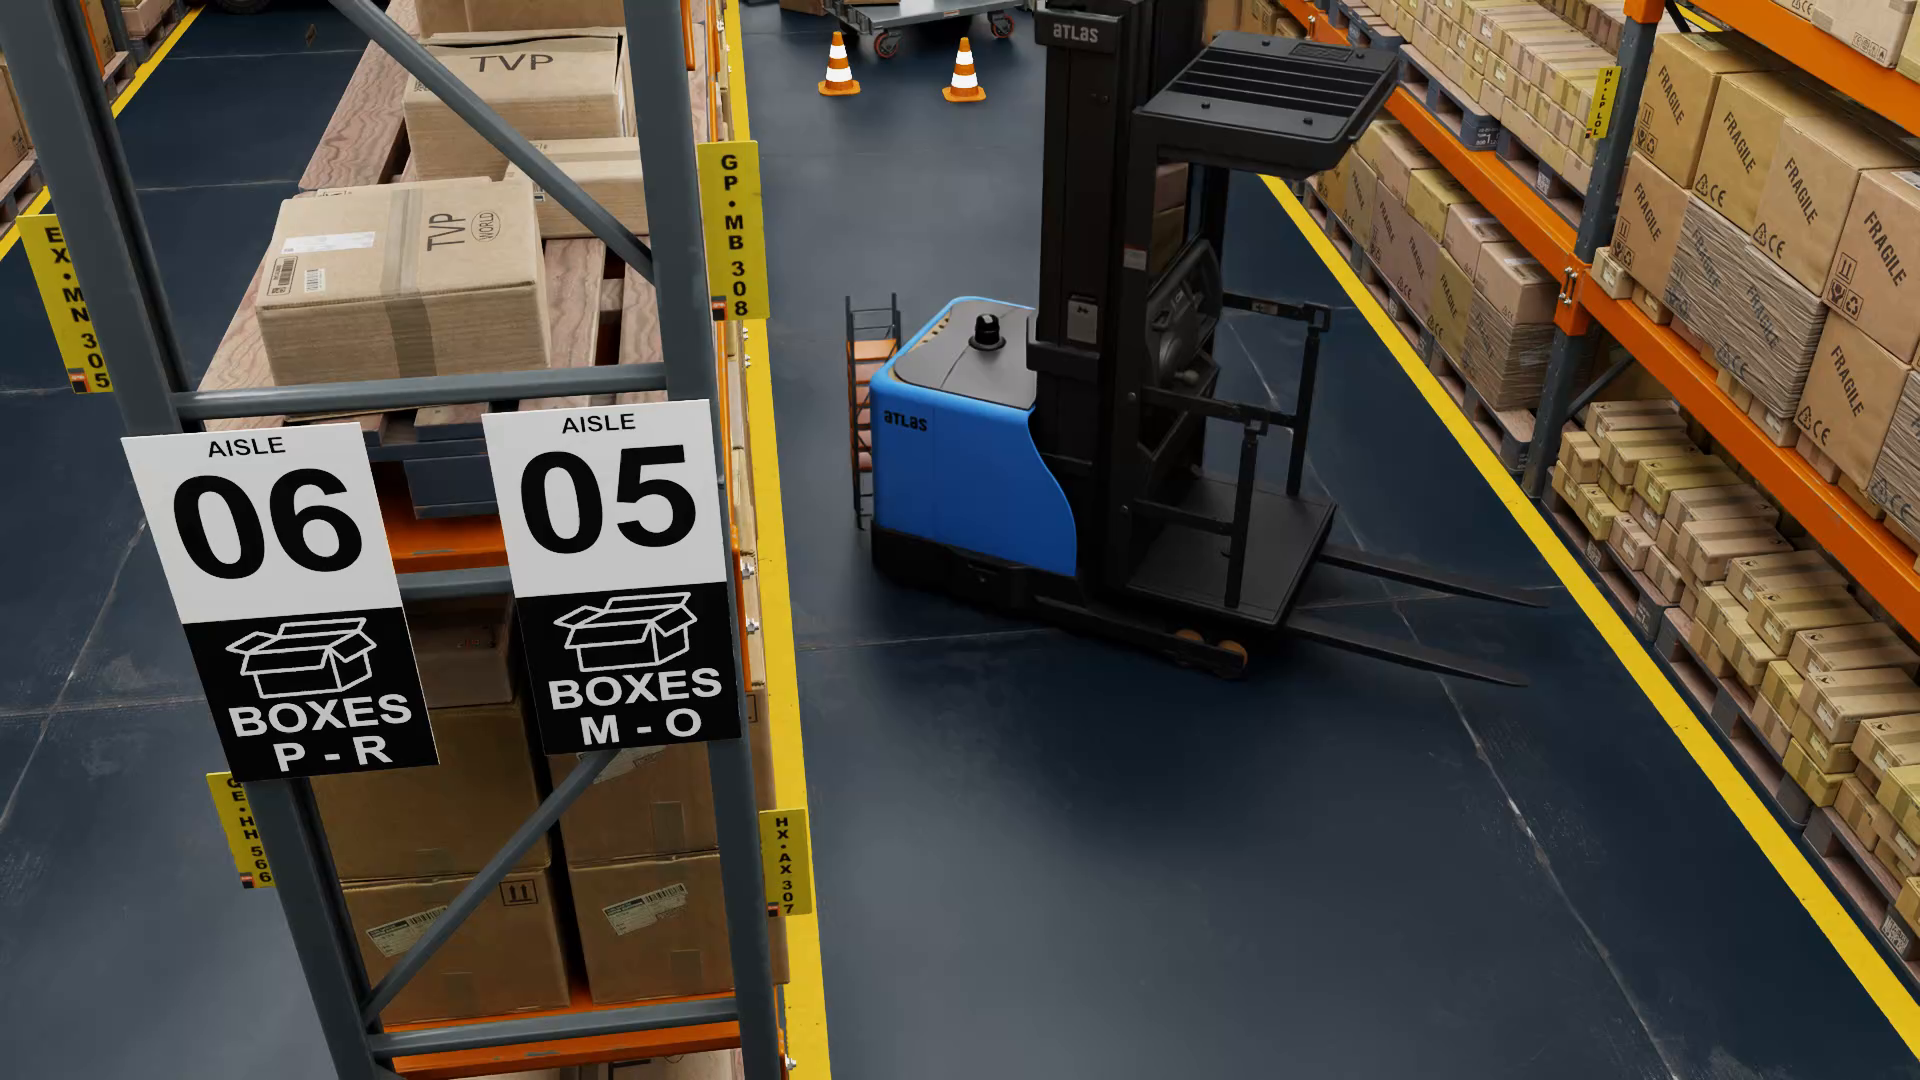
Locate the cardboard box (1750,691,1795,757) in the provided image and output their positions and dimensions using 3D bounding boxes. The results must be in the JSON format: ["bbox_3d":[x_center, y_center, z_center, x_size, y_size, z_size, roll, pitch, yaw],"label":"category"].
[{"bbox_3d":[3.433,0.725,6.681,0.380,0.149,0.250,-4,34,-5],"label":"cardboard box"}]

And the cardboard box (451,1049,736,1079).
[{"bbox_3d":[-1.124,1.673,5.034,0.875,0.438,0.875,-5,35,-8],"label":"cardboard box"}]

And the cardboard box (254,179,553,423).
[{"bbox_3d":[-1.086,-0.489,3.311,0.500,0.250,0.500,-7,35,-11],"label":"cardboard box"}]

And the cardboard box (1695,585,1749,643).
[{"bbox_3d":[3.358,0.312,7.023,0.380,0.149,0.250,-5,35,-7],"label":"cardboard box"}]

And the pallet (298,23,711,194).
[{"bbox_3d":[-1.214,-1.150,4.689,1.003,0.211,1.213,-4,35,-6],"label":"pallet"}]

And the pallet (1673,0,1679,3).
[{"bbox_3d":[7.144,-5.519,16.161,1.003,0.211,1.213,-4,35,-6],"label":"pallet"}]

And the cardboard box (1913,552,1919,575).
[{"bbox_3d":[3.522,0.090,5.678,0.380,0.149,0.250,-6,35,-8],"label":"cardboard box"}]

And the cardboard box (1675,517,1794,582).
[{"bbox_3d":[3.330,0.039,7.160,0.380,0.149,0.250,-4,34,-5],"label":"cardboard box"}]

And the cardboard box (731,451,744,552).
[{"bbox_3d":[-0.737,-0.088,4.163,0.380,0.149,0.250,-3,34,-5],"label":"cardboard box"}]

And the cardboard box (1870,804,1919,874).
[{"bbox_3d":[3.530,1.036,5.961,0.380,0.149,0.250,-6,35,-8],"label":"cardboard box"}]

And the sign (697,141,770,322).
[{"bbox_3d":[-0.386,-0.524,2.845,0.100,0.325,0.005,-4,35,-6],"label":"sign"}]

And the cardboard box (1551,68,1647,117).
[{"bbox_3d":[3.133,-2.190,8.122,0.380,0.149,0.250,-5,35,-8],"label":"cardboard box"}]

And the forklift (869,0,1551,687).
[{"bbox_3d":[1.139,-0.942,7.030,3.031,2.935,1.130,14,37,20],"label":"forklift"}]

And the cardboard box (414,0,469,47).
[{"bbox_3d":[-1.261,-1.831,5.056,0.797,0.503,0.637,-2,34,-3],"label":"cardboard box"}]

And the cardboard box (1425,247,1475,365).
[{"bbox_3d":[2.999,-1.336,9.394,0.500,0.500,0.500,-5,35,-8],"label":"cardboard box"}]

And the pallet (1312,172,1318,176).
[{"bbox_3d":[2.848,-3.041,12.525,1.003,0.211,1.213,-4,35,-6],"label":"pallet"}]

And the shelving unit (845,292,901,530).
[{"bbox_3d":[-0.407,-0.608,8.076,0.258,1.200,0.189,-5,35,-7],"label":"shelving unit"}]

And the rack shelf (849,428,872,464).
[{"bbox_3d":[-0.407,-0.472,8.169,0.258,0.103,0.180,-5,35,-7],"label":"rack shelf"}]

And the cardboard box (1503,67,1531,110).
[{"bbox_3d":[3.060,-2.353,8.625,0.380,0.149,0.250,-5,35,-8],"label":"cardboard box"}]

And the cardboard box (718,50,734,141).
[{"bbox_3d":[-1.249,-1.806,7.260,0.500,0.500,0.500,-4,34,-6],"label":"cardboard box"}]

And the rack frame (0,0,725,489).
[{"bbox_3d":[-0.937,-1.331,2.212,1.000,3.000,0.127,-4,35,-6],"label":"rack frame"}]

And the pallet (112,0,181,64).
[{"bbox_3d":[-7.534,-4.465,14.614,1.003,0.211,1.213,-4,35,-6],"label":"pallet"}]

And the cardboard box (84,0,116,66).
[{"bbox_3d":[-7.387,-4.072,13.298,0.875,0.625,0.625,-3,34,-4],"label":"cardboard box"}]

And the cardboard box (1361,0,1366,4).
[{"bbox_3d":[2.739,-3.552,10.649,0.380,0.149,0.250,-5,35,-7],"label":"cardboard box"}]

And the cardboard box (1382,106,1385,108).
[{"bbox_3d":[2.732,-2.795,10.868,0.500,0.250,0.500,-6,35,-9],"label":"cardboard box"}]

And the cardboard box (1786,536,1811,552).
[{"bbox_3d":[3.867,0.104,7.328,0.380,0.149,0.250,-4,34,-5],"label":"cardboard box"}]

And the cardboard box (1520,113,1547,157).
[{"bbox_3d":[3.100,-2.076,8.483,0.380,0.149,0.250,-4,35,-7],"label":"cardboard box"}]

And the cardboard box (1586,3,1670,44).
[{"bbox_3d":[3.645,-2.807,9.027,0.380,0.149,0.250,-3,34,-5],"label":"cardboard box"}]

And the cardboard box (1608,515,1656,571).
[{"bbox_3d":[3.268,0.000,7.745,0.380,0.149,0.250,-5,35,-7],"label":"cardboard box"}]

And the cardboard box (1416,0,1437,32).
[{"bbox_3d":[2.890,-3.075,9.685,0.380,0.149,0.250,-4,35,-6],"label":"cardboard box"}]

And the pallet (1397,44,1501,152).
[{"bbox_3d":[3.186,-2.567,9.523,1.003,0.211,1.213,-4,35,-6],"label":"pallet"}]

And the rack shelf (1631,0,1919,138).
[{"bbox_3d":[3.686,-1.342,5.530,1.077,0.370,4.000,-4,35,-6],"label":"rack shelf"}]

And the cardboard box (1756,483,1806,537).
[{"bbox_3d":[3.795,-0.149,7.436,0.380,0.149,0.250,-3,34,-5],"label":"cardboard box"}]

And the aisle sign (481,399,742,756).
[{"bbox_3d":[-0.639,0.092,3.143,0.394,0.787,0.004,-4,35,-6],"label":"aisle sign"}]

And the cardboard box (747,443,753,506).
[{"bbox_3d":[-0.947,-0.026,5.536,0.500,0.500,0.500,-3,34,-5],"label":"cardboard box"}]

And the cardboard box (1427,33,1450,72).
[{"bbox_3d":[2.919,-2.812,9.564,0.380,0.149,0.250,-4,34,-6],"label":"cardboard box"}]

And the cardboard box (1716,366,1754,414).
[{"bbox_3d":[3.327,-0.648,6.760,0.380,0.149,0.250,-4,34,-5],"label":"cardboard box"}]

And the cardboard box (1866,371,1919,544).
[{"bbox_3d":[3.498,-0.249,5.598,0.500,0.500,0.500,-4,35,-6],"label":"cardboard box"}]

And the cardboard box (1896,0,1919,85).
[{"bbox_3d":[3.411,-1.552,5.333,0.500,0.250,0.500,-3,34,-4],"label":"cardboard box"}]

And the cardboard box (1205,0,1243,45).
[{"bbox_3d":[2.640,-4.345,13.587,1.050,0.750,0.750,-4,35,-6],"label":"cardboard box"}]

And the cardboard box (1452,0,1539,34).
[{"bbox_3d":[2.957,-2.918,9.190,0.380,0.149,0.250,-5,35,-7],"label":"cardboard box"}]

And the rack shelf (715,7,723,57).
[{"bbox_3d":[-1.743,-3.142,8.173,1.077,0.370,4.000,-4,35,-6],"label":"rack shelf"}]

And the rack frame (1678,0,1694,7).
[{"bbox_3d":[7.270,-6.299,14.829,1.000,3.000,0.127,-4,35,-6],"label":"rack frame"}]

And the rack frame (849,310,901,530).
[{"bbox_3d":[-0.394,-0.557,8.001,0.240,1.200,0.006,-5,35,-7],"label":"rack frame"}]

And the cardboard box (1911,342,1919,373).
[{"bbox_3d":[3.500,-0.669,5.328,0.500,0.500,0.500,-3,34,-4],"label":"cardboard box"}]

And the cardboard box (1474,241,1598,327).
[{"bbox_3d":[3.066,-1.362,8.766,0.500,0.250,0.500,-5,35,-8],"label":"cardboard box"}]

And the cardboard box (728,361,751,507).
[{"bbox_3d":[-0.872,-0.170,4.860,0.500,0.500,0.500,-5,35,-7],"label":"cardboard box"}]

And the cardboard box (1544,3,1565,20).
[{"bbox_3d":[3.572,-2.979,9.544,0.380,0.149,0.250,-4,34,-5],"label":"cardboard box"}]

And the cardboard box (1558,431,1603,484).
[{"bbox_3d":[3.149,-0.407,8.078,0.380,0.149,0.250,-3,34,-4],"label":"cardboard box"}]

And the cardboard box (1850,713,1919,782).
[{"bbox_3d":[3.523,0.770,6.086,0.380,0.149,0.250,-6,35,-8],"label":"cardboard box"}]
